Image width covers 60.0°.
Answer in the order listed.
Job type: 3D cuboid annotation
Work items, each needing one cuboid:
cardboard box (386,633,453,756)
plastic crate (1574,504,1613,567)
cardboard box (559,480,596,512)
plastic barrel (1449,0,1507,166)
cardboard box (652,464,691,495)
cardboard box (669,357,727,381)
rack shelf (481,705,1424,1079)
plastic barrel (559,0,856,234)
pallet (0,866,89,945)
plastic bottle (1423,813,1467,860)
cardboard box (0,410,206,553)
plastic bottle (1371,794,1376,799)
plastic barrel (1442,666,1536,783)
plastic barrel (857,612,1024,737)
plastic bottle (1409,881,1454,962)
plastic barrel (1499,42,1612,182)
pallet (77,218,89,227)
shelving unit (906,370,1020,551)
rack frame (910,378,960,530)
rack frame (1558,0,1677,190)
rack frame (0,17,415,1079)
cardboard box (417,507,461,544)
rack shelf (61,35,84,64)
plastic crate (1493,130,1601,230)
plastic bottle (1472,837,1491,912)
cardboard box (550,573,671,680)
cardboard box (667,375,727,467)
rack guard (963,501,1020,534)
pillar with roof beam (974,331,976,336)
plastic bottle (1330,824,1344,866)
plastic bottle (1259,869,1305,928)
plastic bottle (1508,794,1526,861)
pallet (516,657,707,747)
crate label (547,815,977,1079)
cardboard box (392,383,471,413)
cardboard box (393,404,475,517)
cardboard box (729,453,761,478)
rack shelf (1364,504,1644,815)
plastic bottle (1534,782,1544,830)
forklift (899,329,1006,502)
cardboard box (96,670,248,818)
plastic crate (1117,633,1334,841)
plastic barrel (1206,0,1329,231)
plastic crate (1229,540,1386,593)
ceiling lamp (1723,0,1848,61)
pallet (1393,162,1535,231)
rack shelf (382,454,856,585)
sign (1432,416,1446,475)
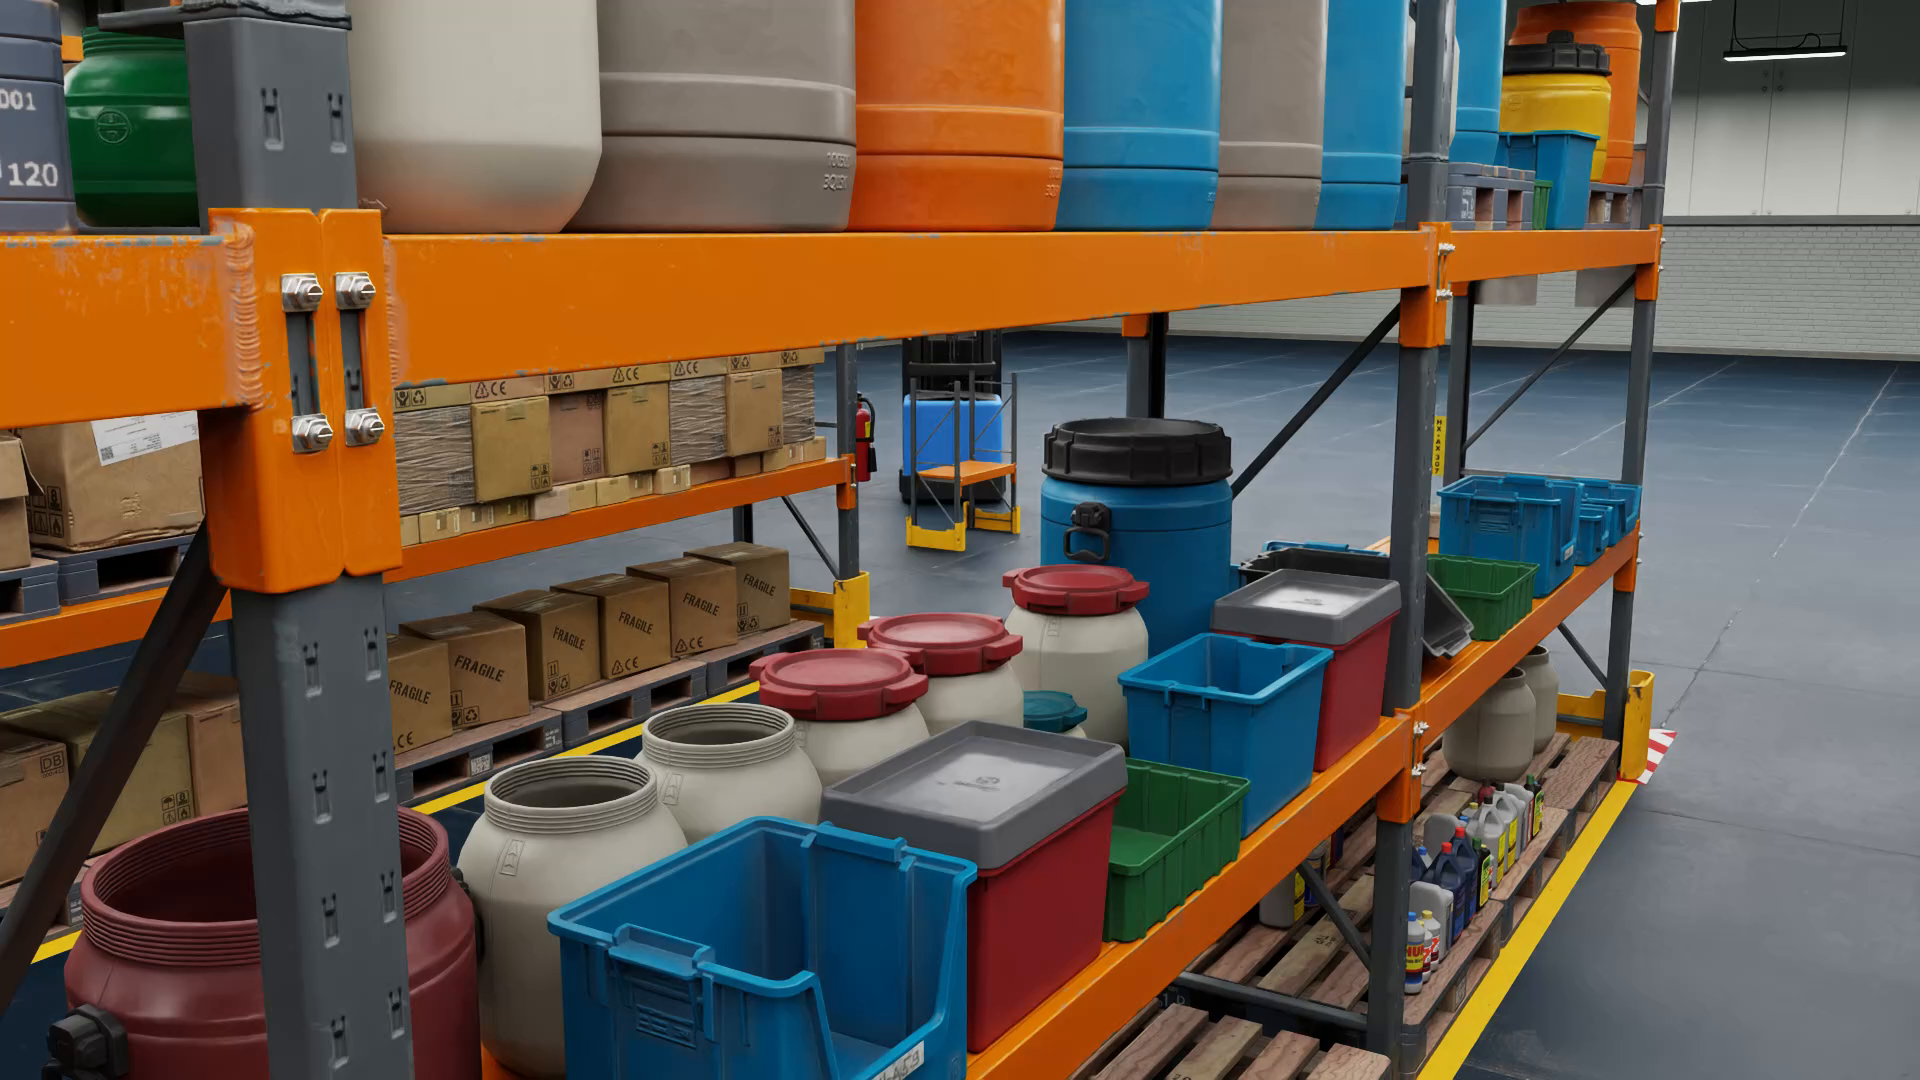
[{"bbox_3d":[-2.978,0.791,8.523,0.500,0.500,0.500,6,12,29],"label":"cardboard box"},{"bbox_3d":[2.744,-0.046,7.747,0.499,0.251,0.408,6,12,31],"label":"plastic crate"},{"bbox_3d":[-2.223,-0.252,9.129,0.380,0.149,0.250,6,12,31],"label":"cardboard box"},{"bbox_3d":[1.621,-1.772,5.910,0.600,0.901,0.708,6,12,31],"label":"plastic barrel"},{"bbox_3d":[-1.804,-0.367,9.741,0.380,0.149,0.250,6,12,31],"label":"cardboard box"},{"bbox_3d":[-1.734,-1.220,9.818,0.500,0.500,0.500,6,12,31],"label":"cardboard box"},{"bbox_3d":[-0.025,0.969,3.875,1.077,0.370,4.000,6,12,31],"label":"rack shelf"},{"bbox_3d":[-0.452,-0.899,2.386,0.600,0.901,0.600,0,11,0],"label":"plastic barrel"},{"bbox_3d":[-4.255,1.514,6.589,1.003,0.211,1.213,6,12,31],"label":"pallet"},{"bbox_3d":[1.966,1.230,6.736,0.152,0.276,0.135,6,12,31],"label":"plastic bottle"},{"bbox_3d":[-3.752,-0.562,7.327,1.000,1.000,1.000,6,12,31],"label":"cardboard box"},{"bbox_3d":[1.882,1.052,7.696,0.097,0.271,0.097,0,11,0],"label":"plastic bottle"},{"bbox_3d":[2.553,0.878,8.027,0.421,0.512,0.421,0,11,0],"label":"plastic barrel"},{"bbox_3d":[-0.052,0.479,4.168,0.433,0.535,0.433,0,11,0],"label":"plastic barrel"},{"bbox_3d":[1.698,1.362,6.029,0.152,0.276,0.135,7,13,33],"label":"plastic bottle"},{"bbox_3d":[2.607,-1.910,7.495,0.600,0.588,0.600,0,11,0],"label":"plastic barrel"},{"bbox_3d":[-4.167,-1.304,6.421,1.213,0.211,1.003,6,12,31],"label":"pallet"},{"bbox_3d":[0.040,-0.749,15.176,0.587,1.500,1.083,6,12,31],"label":"shelving unit"},{"bbox_3d":[-0.220,-0.671,14.757,0.500,1.500,0.032,6,12,31],"label":"rack frame"},{"bbox_3d":[3.090,-3.277,8.297,1.000,3.000,0.127,6,12,31],"label":"rack frame"},{"bbox_3d":[-1.064,0.930,2.129,1.000,3.000,0.127,6,12,31],"label":"rack frame"},{"bbox_3d":[-2.710,-0.092,8.270,0.380,0.149,0.250,6,12,31],"label":"cardboard box"},{"bbox_3d":[-6.368,-3.375,11.864,1.077,0.370,4.000,6,12,31],"label":"rack shelf"},{"bbox_3d":[2.357,-1.466,6.819,0.392,0.384,0.575,6,12,31],"label":"plastic crate"},{"bbox_3d":[2.006,1.281,6.441,0.061,0.283,0.133,7,13,33],"label":"plastic bottle"},{"bbox_3d":[-2.104,0.512,10.016,0.500,0.500,0.500,8,13,36],"label":"cardboard box"},{"bbox_3d":[-1.906,-0.748,10.013,0.875,0.500,0.500,6,12,31],"label":"cardboard box"},{"bbox_3d":[0.298,-0.213,15.709,0.587,0.250,0.087,6,12,31],"label":"rack guard"},{"bbox_3d":[4.266,-9.454,41.292,9.100,9.000,0.548,6,12,31],"label":"pillar with roof beam"},{"bbox_3d":[1.548,1.195,6.900,0.061,0.283,0.133,6,12,31],"label":"plastic bottle"},{"bbox_3d":[1.224,1.272,6.307,0.144,0.351,0.185,6,12,31],"label":"plastic bottle"},{"bbox_3d":[2.285,1.184,6.979,0.152,0.276,0.135,6,12,29],"label":"plastic bottle"},{"bbox_3d":[-2.269,0.897,9.884,1.003,0.211,1.213,6,12,31],"label":"pallet"},{"bbox_3d":[-0.317,0.783,2.822,0.502,0.435,0.616,6,12,31],"label":"crate label"},{"bbox_3d":[-2.769,-0.905,8.136,0.500,0.500,0.500,6,12,31],"label":"cardboard box"},{"bbox_3d":[-2.934,-0.432,8.326,0.875,0.500,0.500,6,12,31],"label":"cardboard box"},{"bbox_3d":[-1.474,-0.492,10.407,0.380,0.149,0.250,6,12,31],"label":"cardboard box"},{"bbox_3d":[2.051,0.340,7.235,1.077,0.370,4.000,6,12,31],"label":"rack shelf"},{"bbox_3d":[2.511,1.162,7.300,0.097,0.201,0.097,0,11,0],"label":"plastic bottle"},{"bbox_3d":[-0.092,-2.067,18.326,1.130,2.935,3.031,0,11,-1],"label":"forklift"},{"bbox_3d":[-3.557,0.935,7.701,0.700,0.500,0.500,5,12,26],"label":"cardboard box"},{"bbox_3d":[0.706,0.512,4.405,0.392,0.384,0.575,6,12,31],"label":"plastic crate"},{"bbox_3d":[0.595,-1.216,4.079,0.600,0.901,0.600,0,11,0],"label":"plastic barrel"},{"bbox_3d":[1.356,0.174,6.571,0.499,0.251,0.616,6,12,31],"label":"plastic crate"},{"bbox_3d":[14.989,-10.292,29.908,2.000,3.185,0.800,6,12,31],"label":"ceiling lamp"},{"bbox_3d":[1.304,-1.203,5.886,1.213,0.211,1.003,6,12,31],"label":"pallet"},{"bbox_3d":[-2.182,-0.133,9.763,1.077,0.370,4.000,6,12,31],"label":"rack shelf"},{"bbox_3d":[2.622,-0.517,9.108,0.100,0.325,0.005,6,12,31],"label":"sign"}]
